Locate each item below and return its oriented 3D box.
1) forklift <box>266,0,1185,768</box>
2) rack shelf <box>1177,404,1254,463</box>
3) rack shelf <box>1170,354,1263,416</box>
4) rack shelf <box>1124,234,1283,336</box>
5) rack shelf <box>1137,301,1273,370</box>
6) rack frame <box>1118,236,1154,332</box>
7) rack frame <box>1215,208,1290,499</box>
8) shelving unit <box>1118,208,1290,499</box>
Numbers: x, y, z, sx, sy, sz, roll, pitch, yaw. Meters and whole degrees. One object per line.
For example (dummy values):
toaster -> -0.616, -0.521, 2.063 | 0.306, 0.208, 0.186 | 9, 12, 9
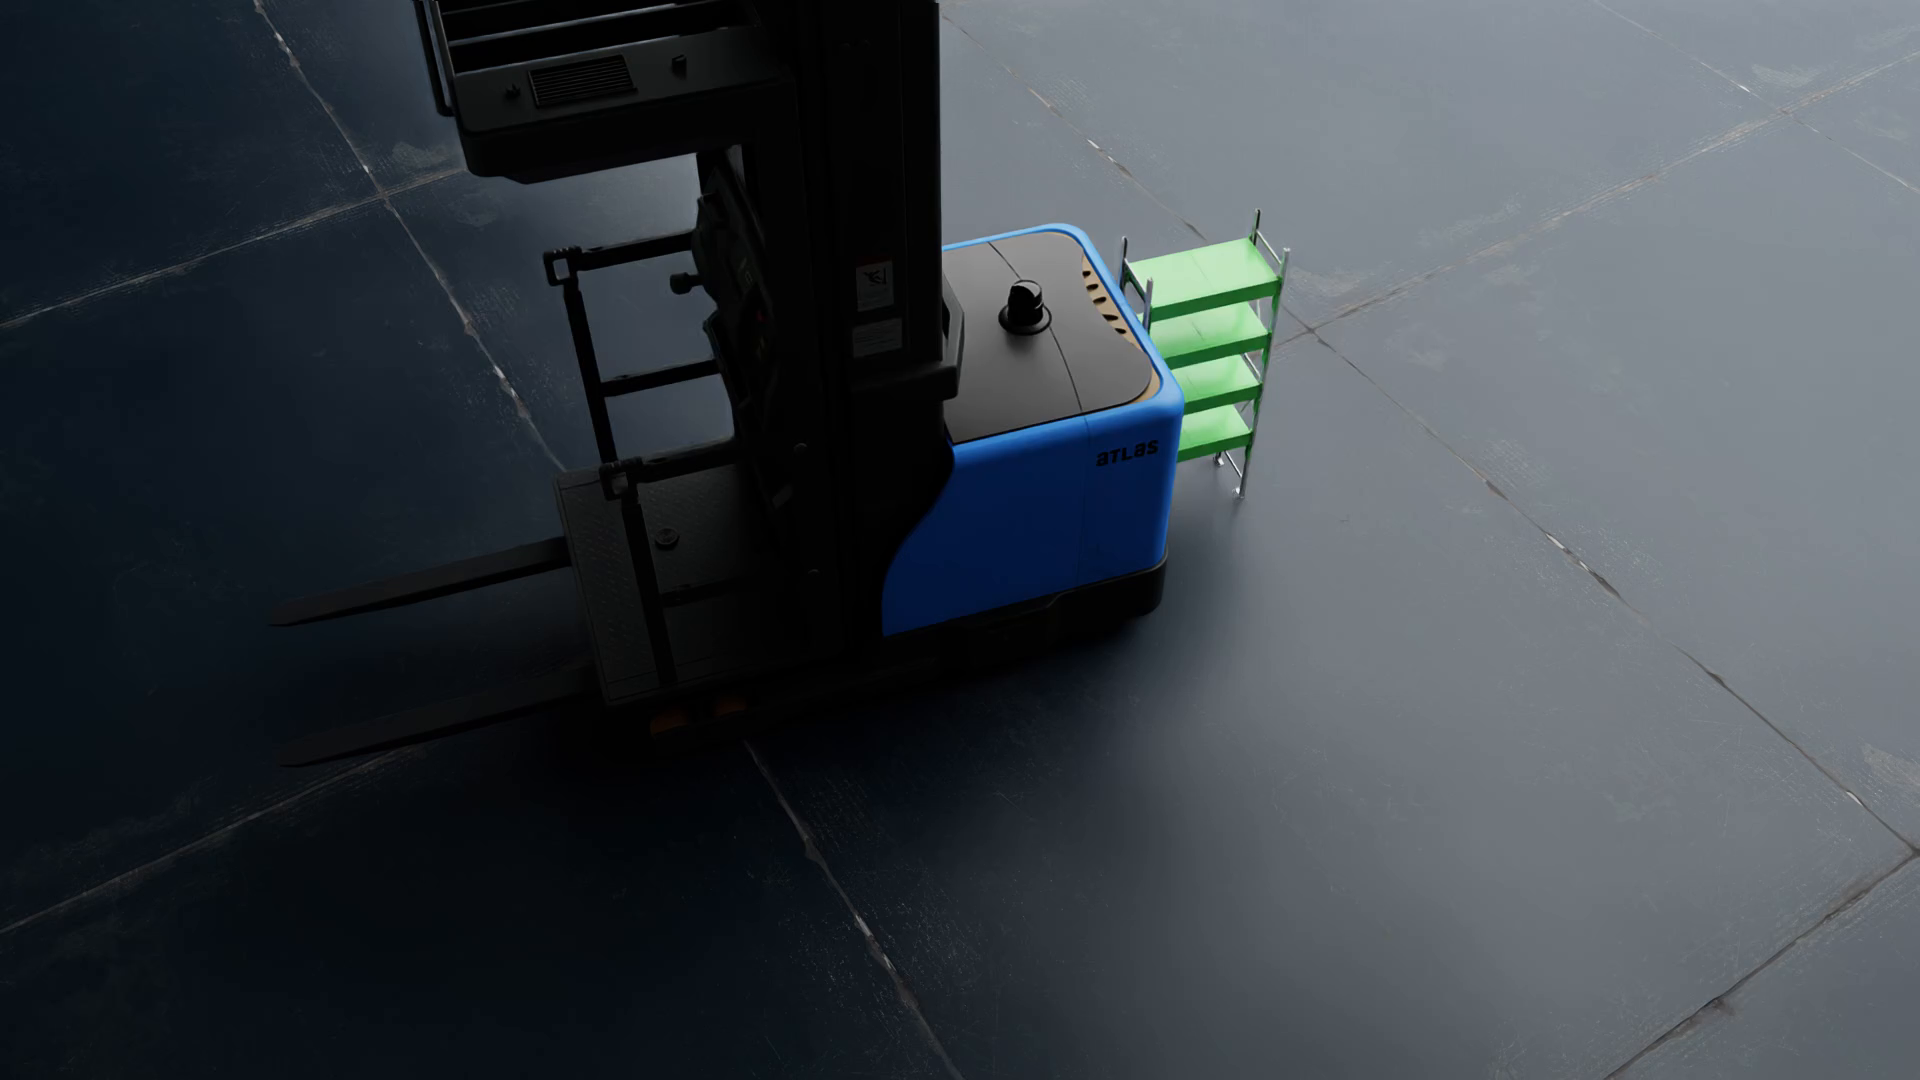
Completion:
forklift -> -0.848, -0.698, 4.909 | 3.031, 2.935, 1.130 | -14, 50, -12
rack shelf -> 0.816, -0.383, 6.194 | 0.480, 0.148, 0.258 | -14, 50, -12
rack shelf -> 0.816, -0.543, 6.015 | 0.480, 0.148, 0.258 | -14, 50, -12
rack shelf -> 0.816, -0.862, 5.657 | 0.480, 0.148, 0.258 | -14, 50, -12
rack shelf -> 0.816, -0.702, 5.836 | 0.480, 0.148, 0.258 | -14, 50, -12
rack frame -> 0.584, -0.527, 5.916 | 0.015, 1.200, 0.240 | -14, 50, -12
rack frame -> 1.047, -0.643, 6.019 | 0.015, 1.200, 0.240 | -14, 50, -12
shelving unit -> 0.816, -0.585, 5.968 | 0.503, 1.200, 0.258 | -14, 50, -12
